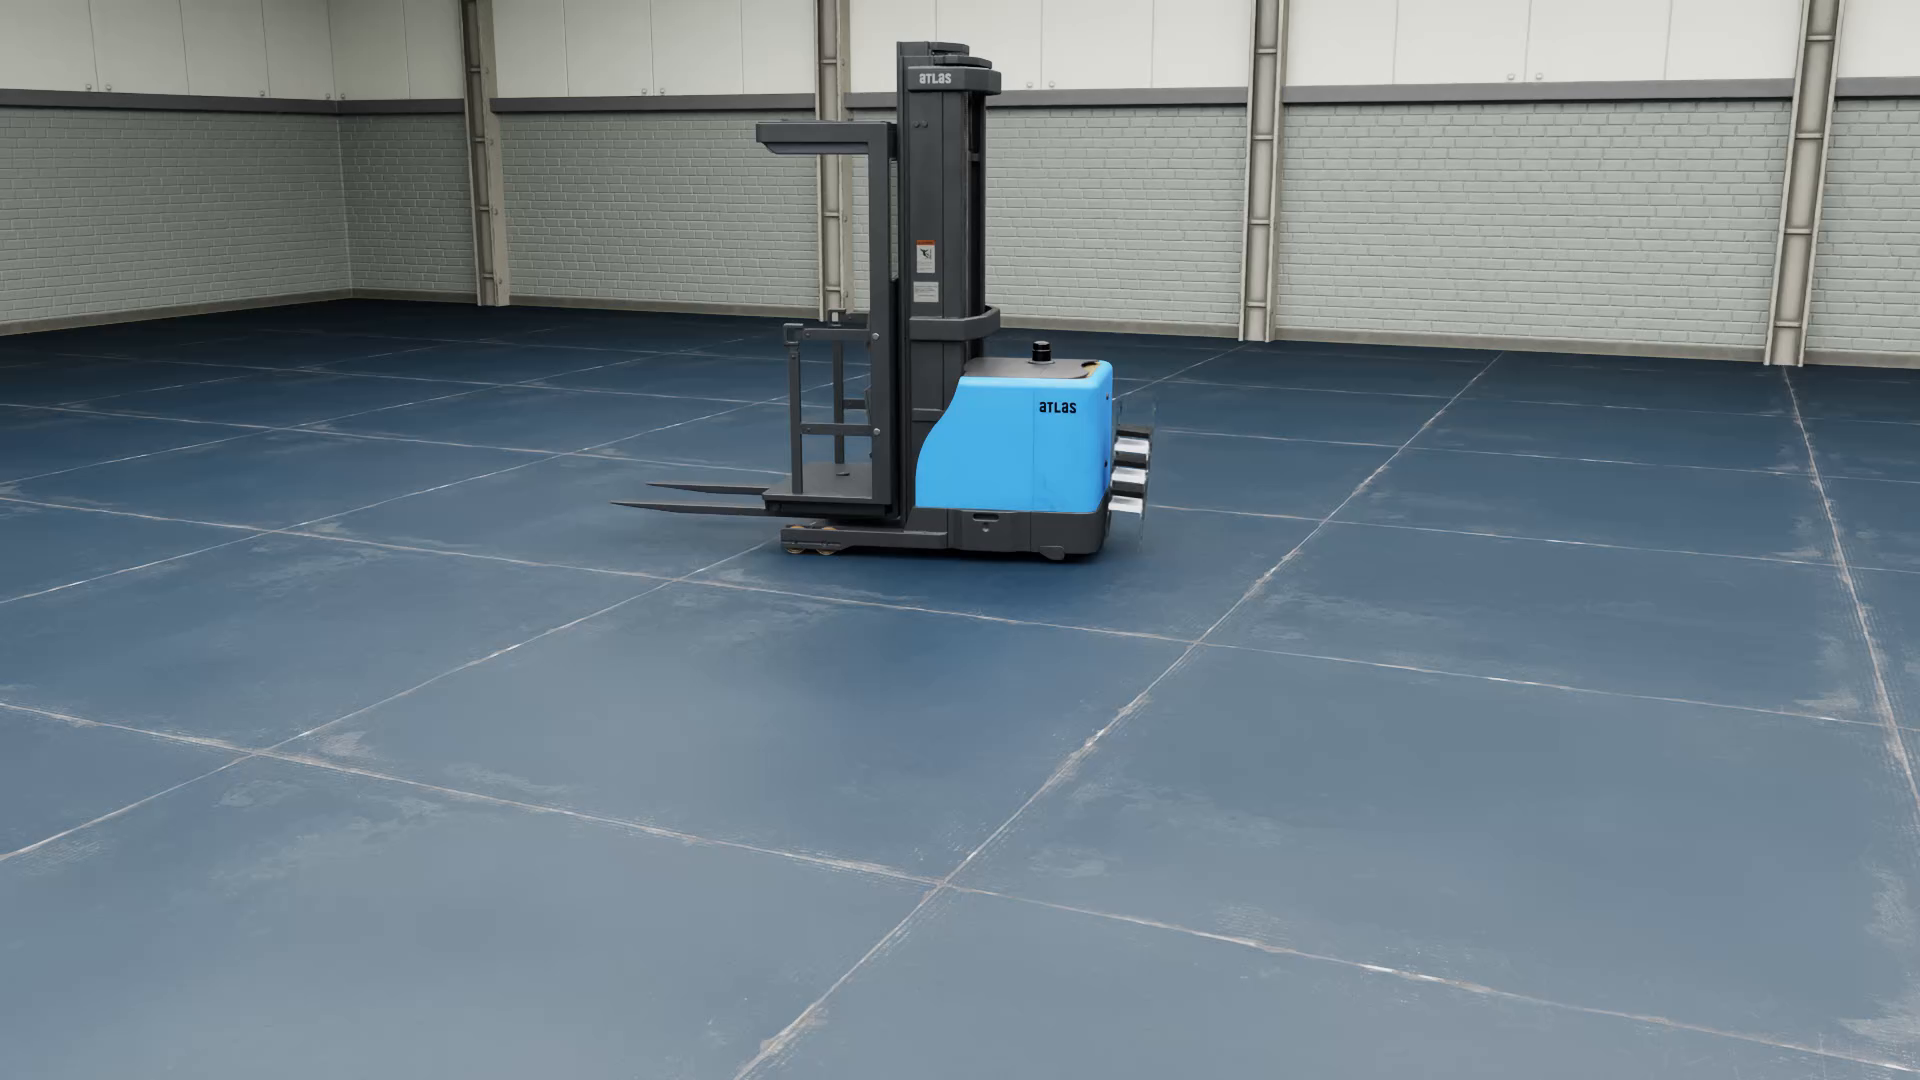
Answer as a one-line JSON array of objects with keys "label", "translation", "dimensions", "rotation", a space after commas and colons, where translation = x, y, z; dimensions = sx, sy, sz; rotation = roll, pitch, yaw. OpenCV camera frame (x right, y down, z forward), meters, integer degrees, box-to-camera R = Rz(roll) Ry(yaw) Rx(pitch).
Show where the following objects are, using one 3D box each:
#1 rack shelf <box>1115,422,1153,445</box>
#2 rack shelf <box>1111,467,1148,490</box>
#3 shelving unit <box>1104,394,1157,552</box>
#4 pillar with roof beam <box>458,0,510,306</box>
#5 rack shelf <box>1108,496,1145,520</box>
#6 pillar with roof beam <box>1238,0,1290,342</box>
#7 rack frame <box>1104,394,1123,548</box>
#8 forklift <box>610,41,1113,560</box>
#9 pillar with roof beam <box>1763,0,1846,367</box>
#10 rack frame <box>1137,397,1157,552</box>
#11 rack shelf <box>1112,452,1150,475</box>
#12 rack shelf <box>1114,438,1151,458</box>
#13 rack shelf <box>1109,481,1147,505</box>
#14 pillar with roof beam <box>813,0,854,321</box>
[{"label": "rack shelf", "translation": [1.041, -0.634, 9.921], "dimensions": [0.200, 0.077, 0.258], "rotation": [7, 14, 9]}, {"label": "rack shelf", "translation": [1.020, -0.373, 9.986], "dimensions": [0.200, 0.077, 0.258], "rotation": [7, 14, 9]}, {"label": "shelving unit", "translation": [1.022, -0.405, 9.978], "dimensions": [0.210, 0.900, 0.258], "rotation": [7, 14, 9]}, {"label": "pillar with roof beam", "translation": [-8.962, -7.122, 20.908], "dimensions": [0.400, 9.000, 9.100], "rotation": [6, 14, 23]}, {"label": "rack shelf", "translation": [1.006, -0.198, 10.030], "dimensions": [0.200, 0.077, 0.258], "rotation": [7, 14, 9]}, {"label": "pillar with roof beam", "translation": [2.010, -6.012, 16.177], "dimensions": [0.400, 9.000, 9.100], "rotation": [6, 14, 23]}, {"label": "rack frame", "translation": [0.923, -0.417, 9.995], "dimensions": [0.006, 0.900, 0.240], "rotation": [7, 14, 9]}, {"label": "forklift", "translation": [-0.612, -1.453, 10.031], "dimensions": [3.031, 2.935, 1.130], "rotation": [2, 13, 10]}, {"label": "pillar with roof beam", "translation": [7.496, -5.457, 13.811], "dimensions": [0.400, 9.000, 9.100], "rotation": [6, 14, 23]}, {"label": "rack frame", "translation": [1.122, -0.393, 9.962], "dimensions": [0.006, 0.900, 0.240], "rotation": [7, 14, 9]}, {"label": "rack shelf", "translation": [1.027, -0.460, 9.964], "dimensions": [0.200, 0.077, 0.258], "rotation": [7, 14, 9]}, {"label": "rack shelf", "translation": [1.034, -0.547, 9.943], "dimensions": [0.200, 0.077, 0.258], "rotation": [7, 14, 9]}, {"label": "rack shelf", "translation": [1.013, -0.286, 10.008], "dimensions": [0.200, 0.077, 0.258], "rotation": [7, 14, 9]}, {"label": "pillar with roof beam", "translation": [-3.476, -6.567, 18.542], "dimensions": [0.400, 9.000, 9.100], "rotation": [6, 14, 23]}]
